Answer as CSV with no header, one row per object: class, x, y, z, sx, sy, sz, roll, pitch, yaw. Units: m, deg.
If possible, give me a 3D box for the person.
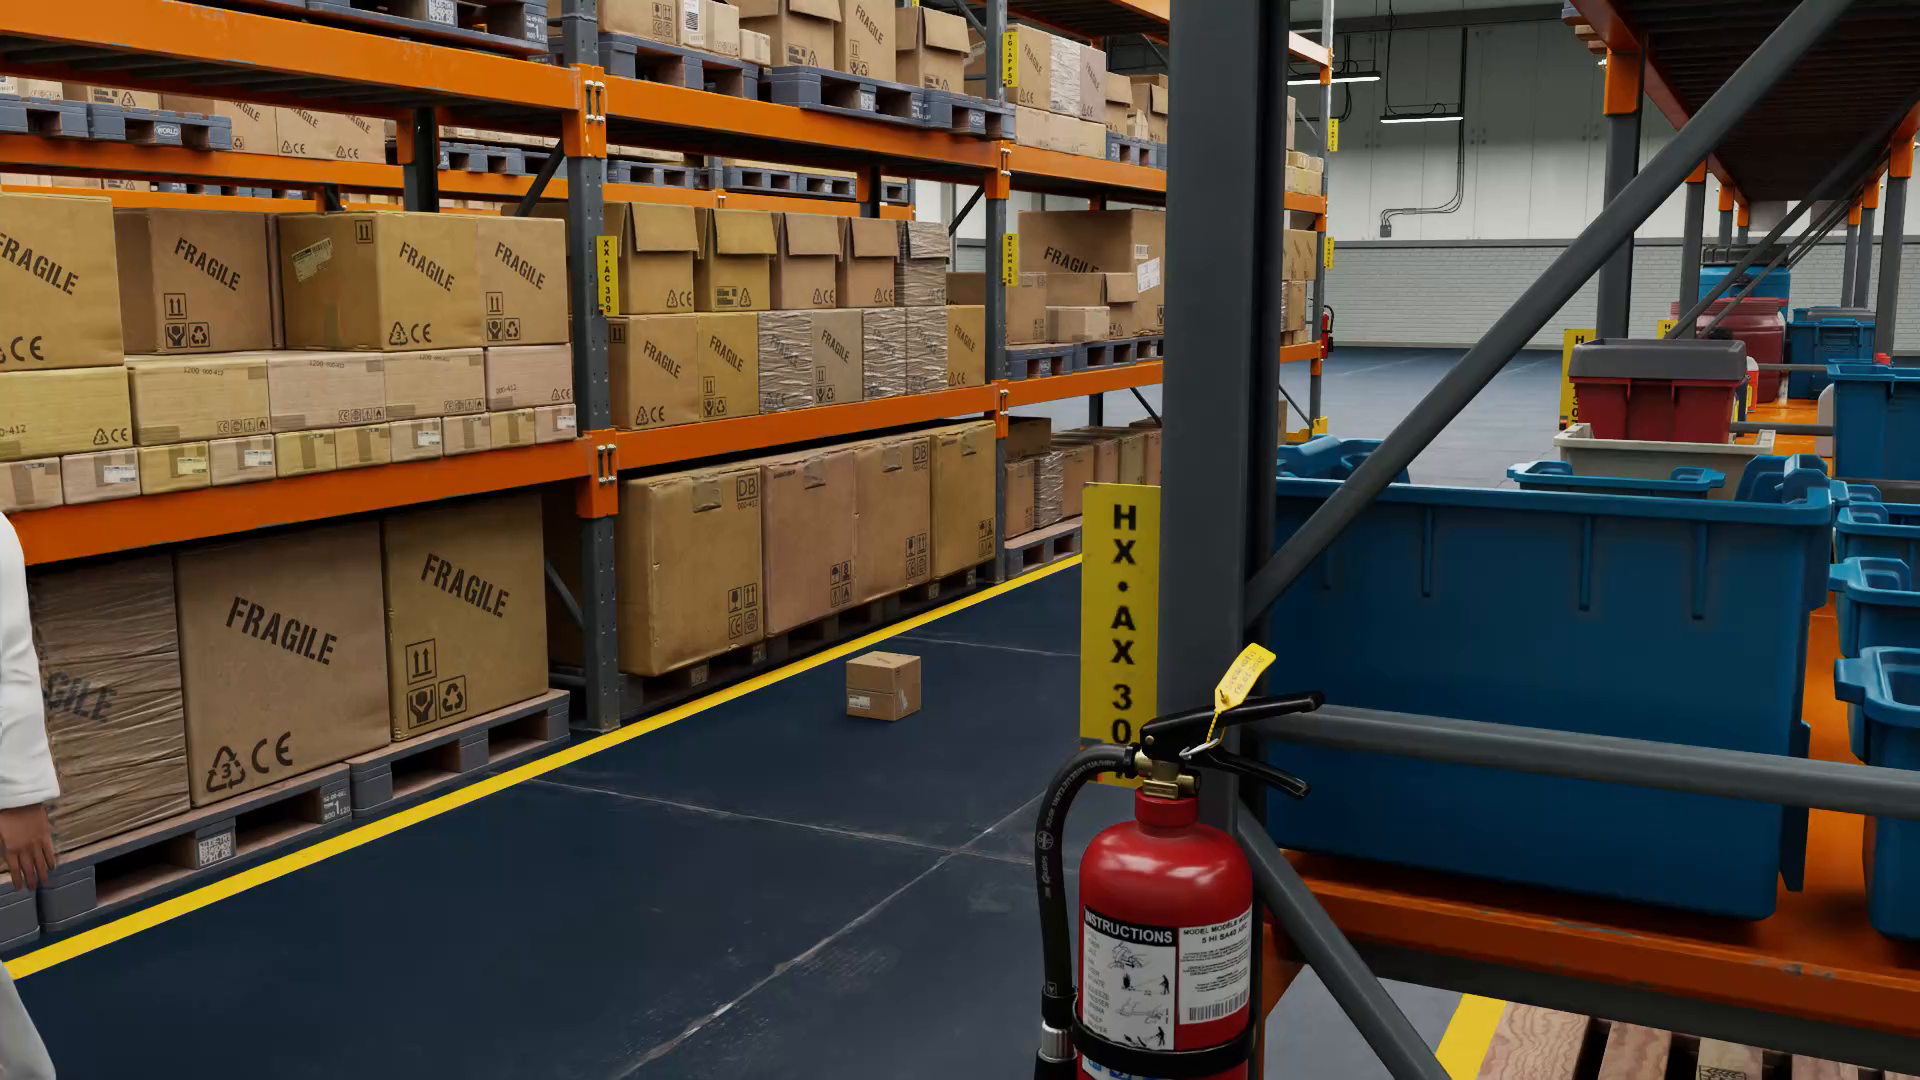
person,-2.142,0.557,3.389,0.633,1.832,0.554,6,11,32
